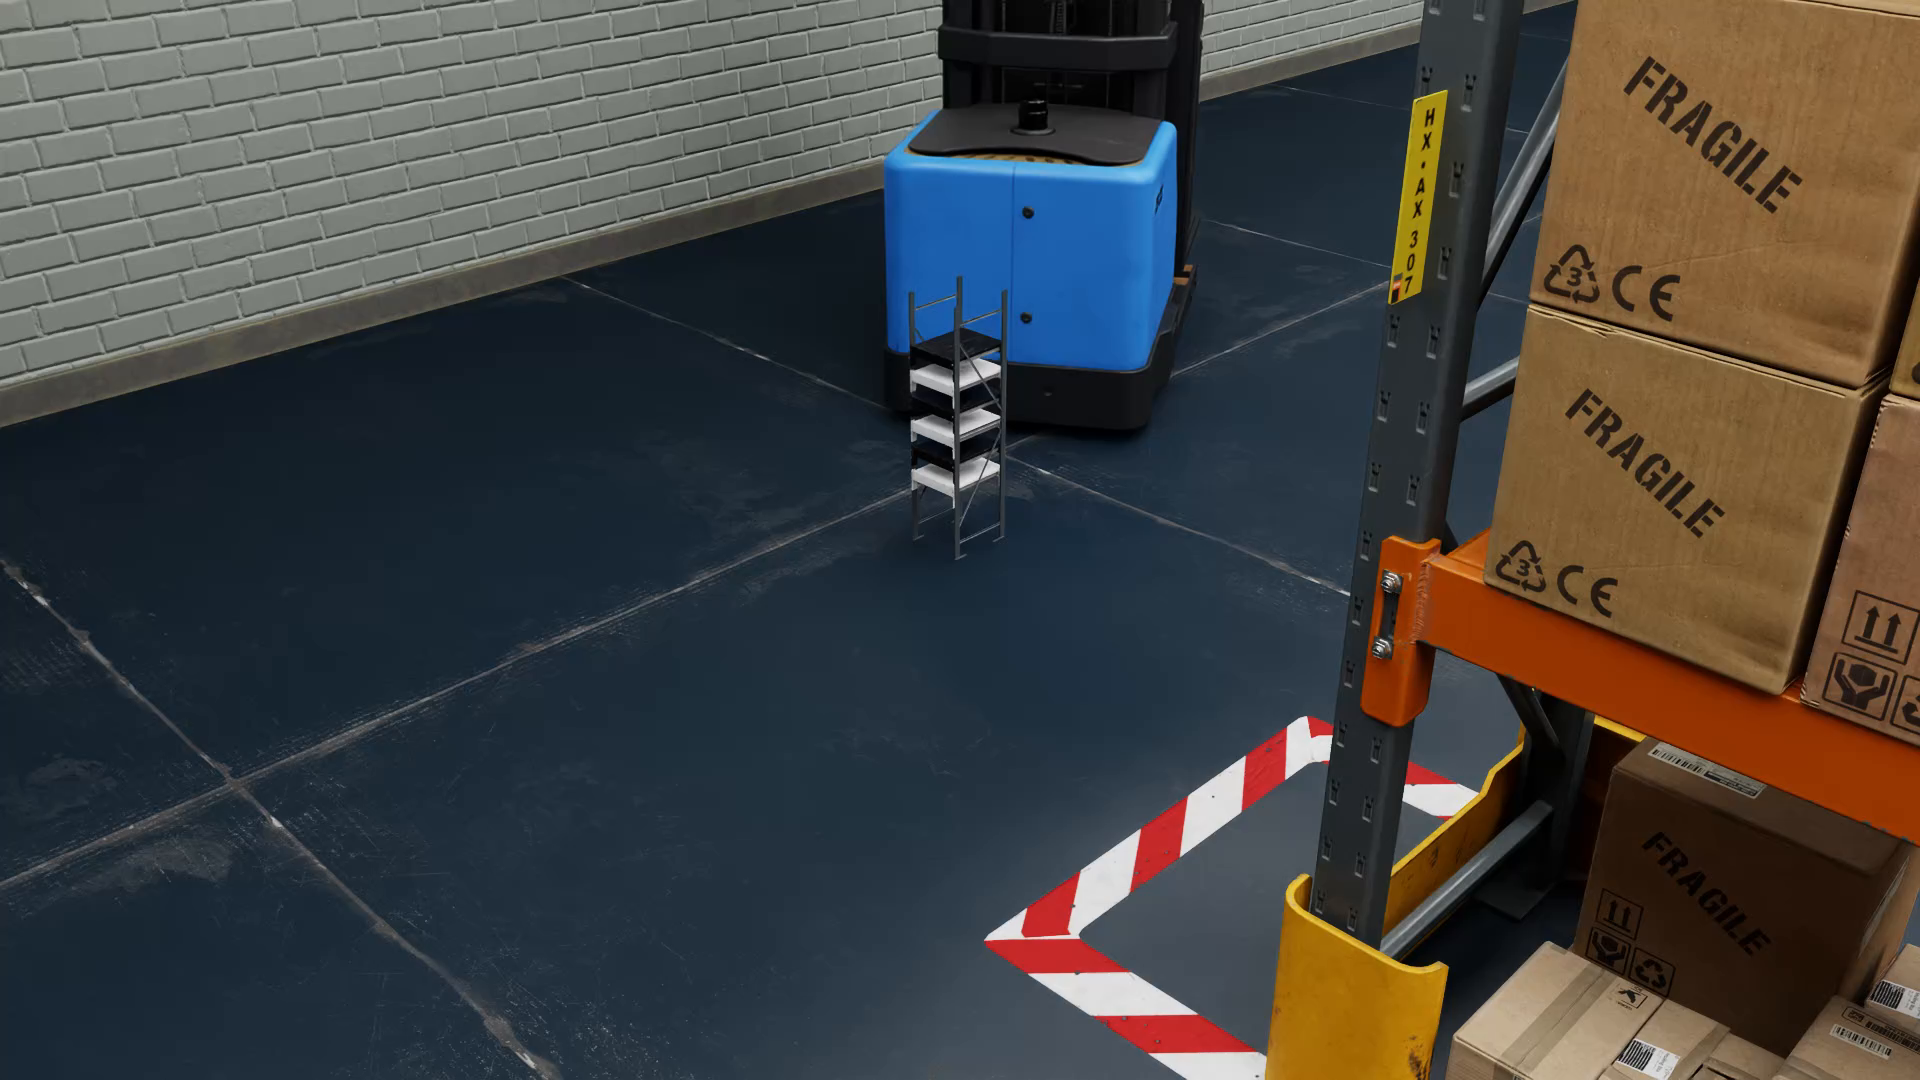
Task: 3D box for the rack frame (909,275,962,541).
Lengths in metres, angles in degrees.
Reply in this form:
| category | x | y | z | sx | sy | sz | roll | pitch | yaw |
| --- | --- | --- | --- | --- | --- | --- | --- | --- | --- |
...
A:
| category | x | y | z | sx | sy | sz | roll | pitch | yaw |
| --- | --- | --- | --- | --- | --- | --- | --- | --- | --- |
| rack frame | -0.078 | -0.434 | 5.609 | 0.006 | 0.900 | 0.240 | 25 | 36 | 38 |

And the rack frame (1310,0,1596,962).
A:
| category | x | y | z | sx | sy | sz | roll | pitch | yaw |
| --- | --- | --- | --- | --- | --- | --- | --- | --- | --- |
| rack frame | 1.102 | -0.333 | 3.161 | 0.127 | 3.000 | 1.000 | 25 | 36 | 38 |

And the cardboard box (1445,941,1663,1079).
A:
| category | x | y | z | sx | sy | sz | roll | pitch | yaw |
| --- | --- | --- | --- | --- | --- | --- | --- | --- | --- |
| cardboard box | 1.159 | 0.985 | 3.245 | 0.250 | 0.149 | 0.380 | 25 | 36 | 38 |

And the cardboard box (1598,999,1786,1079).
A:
| category | x | y | z | sx | sy | sz | roll | pitch | yaw |
| --- | --- | --- | --- | --- | --- | --- | --- | --- | --- |
| cardboard box | 1.338 | 1.058 | 3.086 | 0.250 | 0.166 | 0.380 | 25 | 36 | 38 |

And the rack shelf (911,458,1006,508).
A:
| category | x | y | z | sx | sy | sz | roll | pitch | yaw |
| --- | --- | --- | --- | --- | --- | --- | --- | --- | --- |
| rack shelf | -0.006 | -0.212 | 5.645 | 0.200 | 0.077 | 0.258 | 25 | 36 | 38 |

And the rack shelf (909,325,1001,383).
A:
| category | x | y | z | sx | sy | sz | roll | pitch | yaw |
| --- | --- | --- | --- | --- | --- | --- | --- | --- | --- |
| rack shelf | -0.006 | -0.610 | 5.435 | 0.200 | 0.077 | 0.258 | 25 | 36 | 38 |

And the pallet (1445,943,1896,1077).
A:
| category | x | y | z | sx | sy | sz | roll | pitch | yaw |
| --- | --- | --- | --- | --- | --- | --- | --- | --- | --- |
| pallet | 1.725 | 1.186 | 3.269 | 1.213 | 0.211 | 1.003 | 25 | 36 | 38 |

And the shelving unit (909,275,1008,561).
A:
| category | x | y | z | sx | sy | sz | roll | pitch | yaw |
| --- | --- | --- | --- | --- | --- | --- | --- | --- | --- |
| shelving unit | -0.006 | -0.401 | 5.546 | 0.210 | 0.900 | 0.258 | 25 | 36 | 38 |

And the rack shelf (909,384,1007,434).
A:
| category | x | y | z | sx | sy | sz | roll | pitch | yaw |
| --- | --- | --- | --- | --- | --- | --- | --- | --- | --- |
| rack shelf | -0.006 | -0.451 | 5.519 | 0.200 | 0.077 | 0.258 | 25 | 36 | 38 |

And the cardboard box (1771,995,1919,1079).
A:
| category | x | y | z | sx | sy | sz | roll | pitch | yaw |
| --- | --- | --- | --- | --- | --- | --- | --- | --- | --- |
| cardboard box | 1.647 | 1.124 | 2.872 | 0.500 | 0.250 | 0.500 | 25 | 36 | 38 |

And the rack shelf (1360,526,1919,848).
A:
| category | x | y | z | sx | sy | sz | roll | pitch | yaw |
| --- | --- | --- | --- | --- | --- | --- | --- | --- | --- |
| rack shelf | 2.528 | 0.638 | 2.087 | 4.000 | 0.370 | 1.077 | 25 | 36 | 38 |

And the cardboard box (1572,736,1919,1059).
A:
| category | x | y | z | sx | sy | sz | roll | pitch | yaw |
| --- | --- | --- | --- | --- | --- | --- | --- | --- | --- |
| cardboard box | 1.662 | 0.674 | 3.458 | 0.500 | 0.500 | 0.500 | 25 | 36 | 38 |

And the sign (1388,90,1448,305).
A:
| category | x | y | z | sx | sy | sz | roll | pitch | yaw |
| --- | --- | --- | --- | --- | --- | --- | --- | --- | --- |
| sign | 0.722 | -0.536 | 2.617 | 0.005 | 0.325 | 0.100 | 25 | 36 | 38 |

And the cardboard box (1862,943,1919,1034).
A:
| category | x | y | z | sx | sy | sz | roll | pitch | yaw |
| --- | --- | --- | --- | --- | --- | --- | --- | --- | --- |
| cardboard box | 1.888 | 0.984 | 3.228 | 0.250 | 0.166 | 0.380 | 25 | 36 | 38 |

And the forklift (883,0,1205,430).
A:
| category | x | y | z | sx | sy | sz | roll | pitch | yaw |
| --- | --- | --- | --- | --- | --- | --- | --- | --- | --- |
| forklift | 0.520 | -2.386 | 7.139 | 1.130 | 2.935 | 3.031 | 6 | 28 | 11 |

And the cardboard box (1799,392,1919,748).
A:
| category | x | y | z | sx | sy | sz | roll | pitch | yaw |
| --- | --- | --- | --- | --- | --- | --- | --- | --- | --- |
| cardboard box | 1.605 | 0.021 | 2.379 | 0.500 | 0.500 | 0.500 | 24 | 36 | 38 |

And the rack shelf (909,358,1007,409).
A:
| category | x | y | z | sx | sy | sz | roll | pitch | yaw |
| --- | --- | --- | --- | --- | --- | --- | --- | --- | --- |
| rack shelf | -0.006 | -0.531 | 5.477 | 0.200 | 0.077 | 0.258 | 25 | 36 | 38 |

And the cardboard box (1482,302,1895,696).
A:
| category | x | y | z | sx | sy | sz | roll | pitch | yaw |
| --- | --- | --- | --- | --- | --- | --- | --- | --- | --- |
| cardboard box | 1.233 | -0.145 | 2.696 | 0.500 | 0.500 | 0.500 | -24 | 36 | -38 |

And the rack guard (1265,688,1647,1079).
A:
| category | x | y | z | sx | sy | sz | roll | pitch | yaw |
| --- | --- | --- | --- | --- | --- | --- | --- | --- | --- |
| rack guard | 1.156 | 0.798 | 3.695 | 0.348 | 0.500 | 1.175 | 25 | 36 | 38 |

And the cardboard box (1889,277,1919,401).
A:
| category | x | y | z | sx | sy | sz | roll | pitch | yaw |
| --- | --- | --- | --- | --- | --- | --- | --- | --- | --- |
| cardboard box | 1.611 | -0.420 | 2.143 | 0.500 | 0.500 | 0.500 | -25 | 37 | -39 |

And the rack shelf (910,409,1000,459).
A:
| category | x | y | z | sx | sy | sz | roll | pitch | yaw |
| --- | --- | --- | --- | --- | --- | --- | --- | --- | --- |
| rack shelf | -0.006 | -0.371 | 5.561 | 0.200 | 0.077 | 0.258 | 25 | 36 | 38 |

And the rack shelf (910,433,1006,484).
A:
| category | x | y | z | sx | sy | sz | roll | pitch | yaw |
| --- | --- | --- | --- | --- | --- | --- | --- | --- | --- |
| rack shelf | -0.006 | -0.292 | 5.603 | 0.200 | 0.077 | 0.258 | 25 | 36 | 38 |

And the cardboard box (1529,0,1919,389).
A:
| category | x | y | z | sx | sy | sz | roll | pitch | yaw |
| --- | --- | --- | --- | --- | --- | --- | --- | --- | --- |
| cardboard box | 1.233 | -0.588 | 2.463 | 0.500 | 0.500 | 0.500 | -24 | 36 | -38 |

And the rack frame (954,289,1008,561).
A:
| category | x | y | z | sx | sy | sz | roll | pitch | yaw |
| --- | --- | --- | --- | --- | --- | --- | --- | --- | --- |
| rack frame | 0.067 | -0.368 | 5.483 | 0.006 | 0.900 | 0.240 | 25 | 36 | 38 |
